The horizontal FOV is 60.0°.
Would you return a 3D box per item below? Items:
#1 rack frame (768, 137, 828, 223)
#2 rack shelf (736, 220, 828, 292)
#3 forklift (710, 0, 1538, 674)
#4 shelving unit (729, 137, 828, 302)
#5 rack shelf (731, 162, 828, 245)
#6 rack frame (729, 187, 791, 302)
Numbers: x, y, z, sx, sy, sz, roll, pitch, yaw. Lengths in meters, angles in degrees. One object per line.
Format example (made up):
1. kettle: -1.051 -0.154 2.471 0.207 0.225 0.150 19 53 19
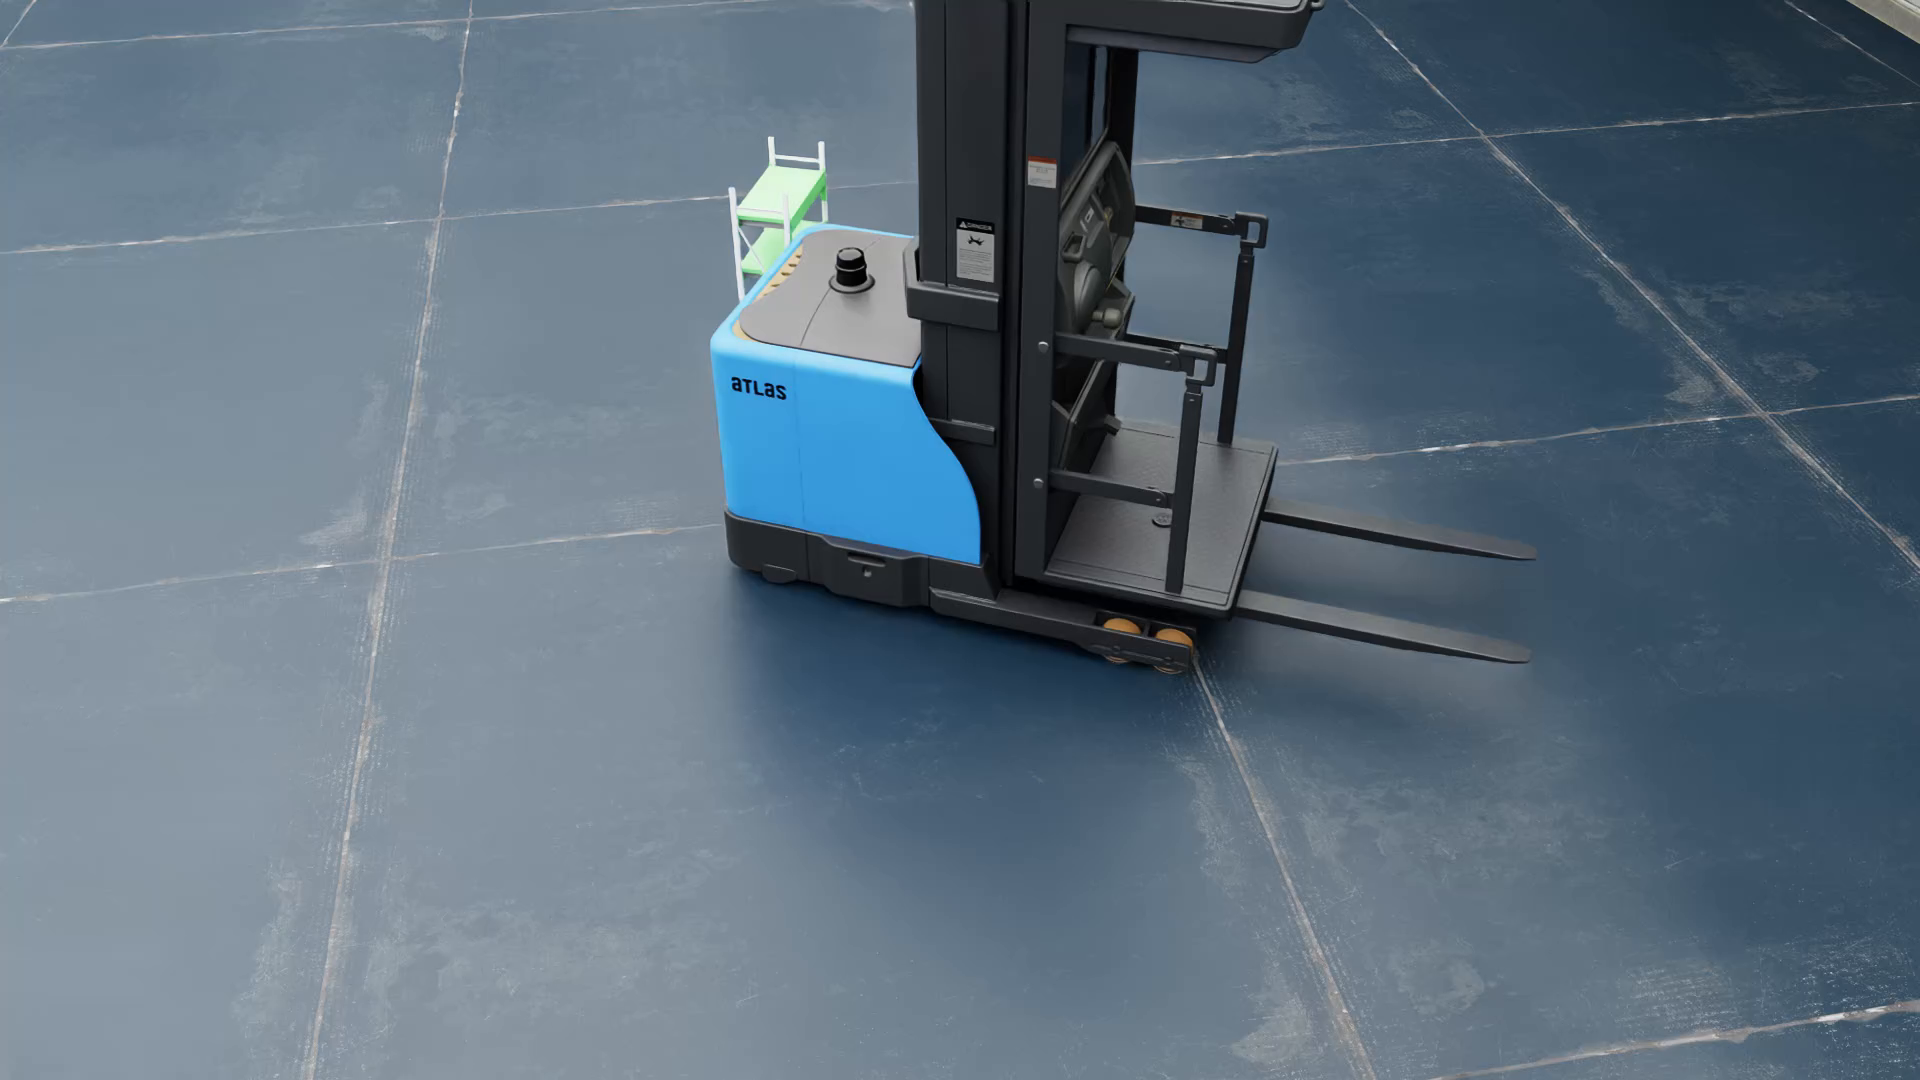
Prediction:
1. rack frame: -0.684 -1.195 7.310 0.240 1.200 0.015 8 39 10
2. rack shelf: -0.740 -1.188 7.015 0.258 0.148 0.480 8 39 10
3. forklift: 0.660 -1.032 5.690 3.031 2.935 1.130 11 39 14
4. shelving unit: -0.740 -1.049 7.123 0.258 1.200 0.503 8 39 10
5. rack shelf: -0.740 -1.378 6.867 0.258 0.148 0.480 8 39 10
6. rack frame: -0.796 -0.904 6.935 0.240 1.200 0.015 8 39 10
